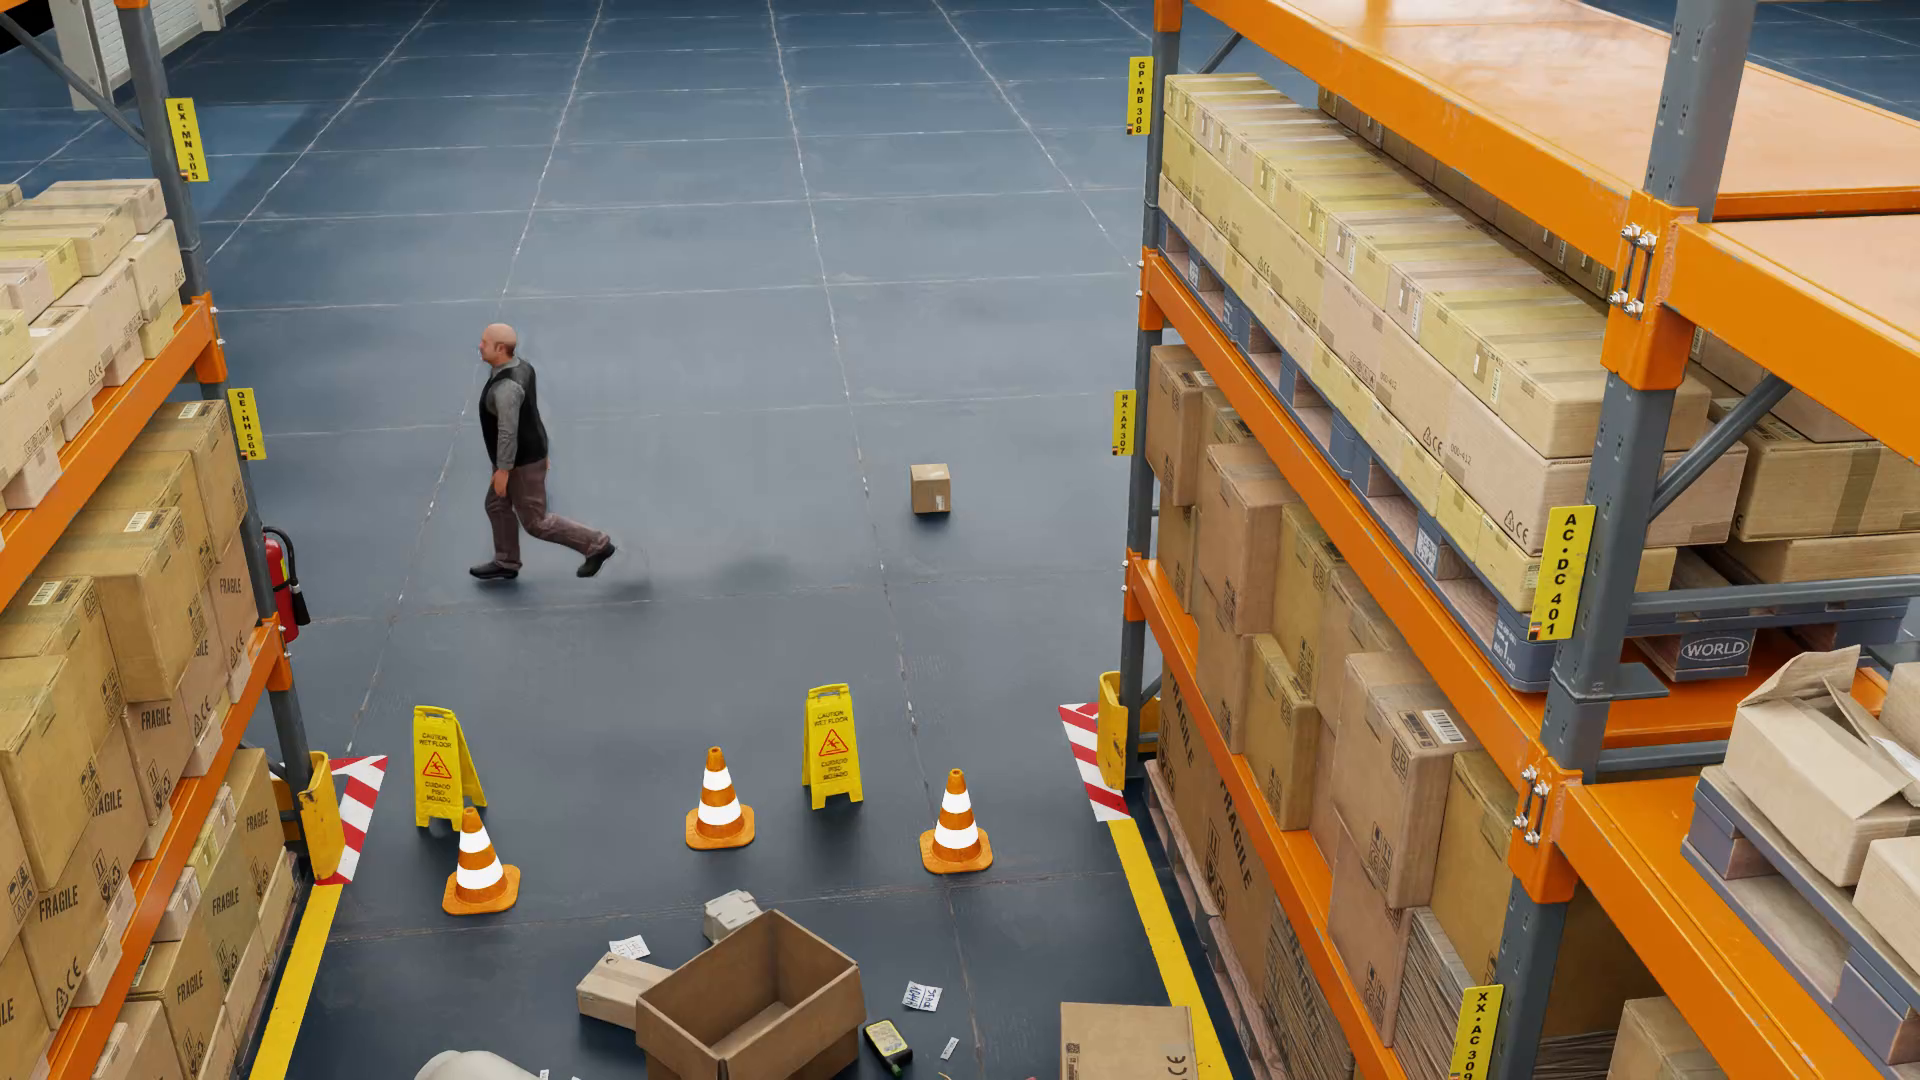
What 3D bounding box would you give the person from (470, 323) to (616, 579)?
[{"bbox_3d":[-2.622,-0.503,10.117,0.926,1.687,0.548,-5,27,-9],"label":"person"}]
